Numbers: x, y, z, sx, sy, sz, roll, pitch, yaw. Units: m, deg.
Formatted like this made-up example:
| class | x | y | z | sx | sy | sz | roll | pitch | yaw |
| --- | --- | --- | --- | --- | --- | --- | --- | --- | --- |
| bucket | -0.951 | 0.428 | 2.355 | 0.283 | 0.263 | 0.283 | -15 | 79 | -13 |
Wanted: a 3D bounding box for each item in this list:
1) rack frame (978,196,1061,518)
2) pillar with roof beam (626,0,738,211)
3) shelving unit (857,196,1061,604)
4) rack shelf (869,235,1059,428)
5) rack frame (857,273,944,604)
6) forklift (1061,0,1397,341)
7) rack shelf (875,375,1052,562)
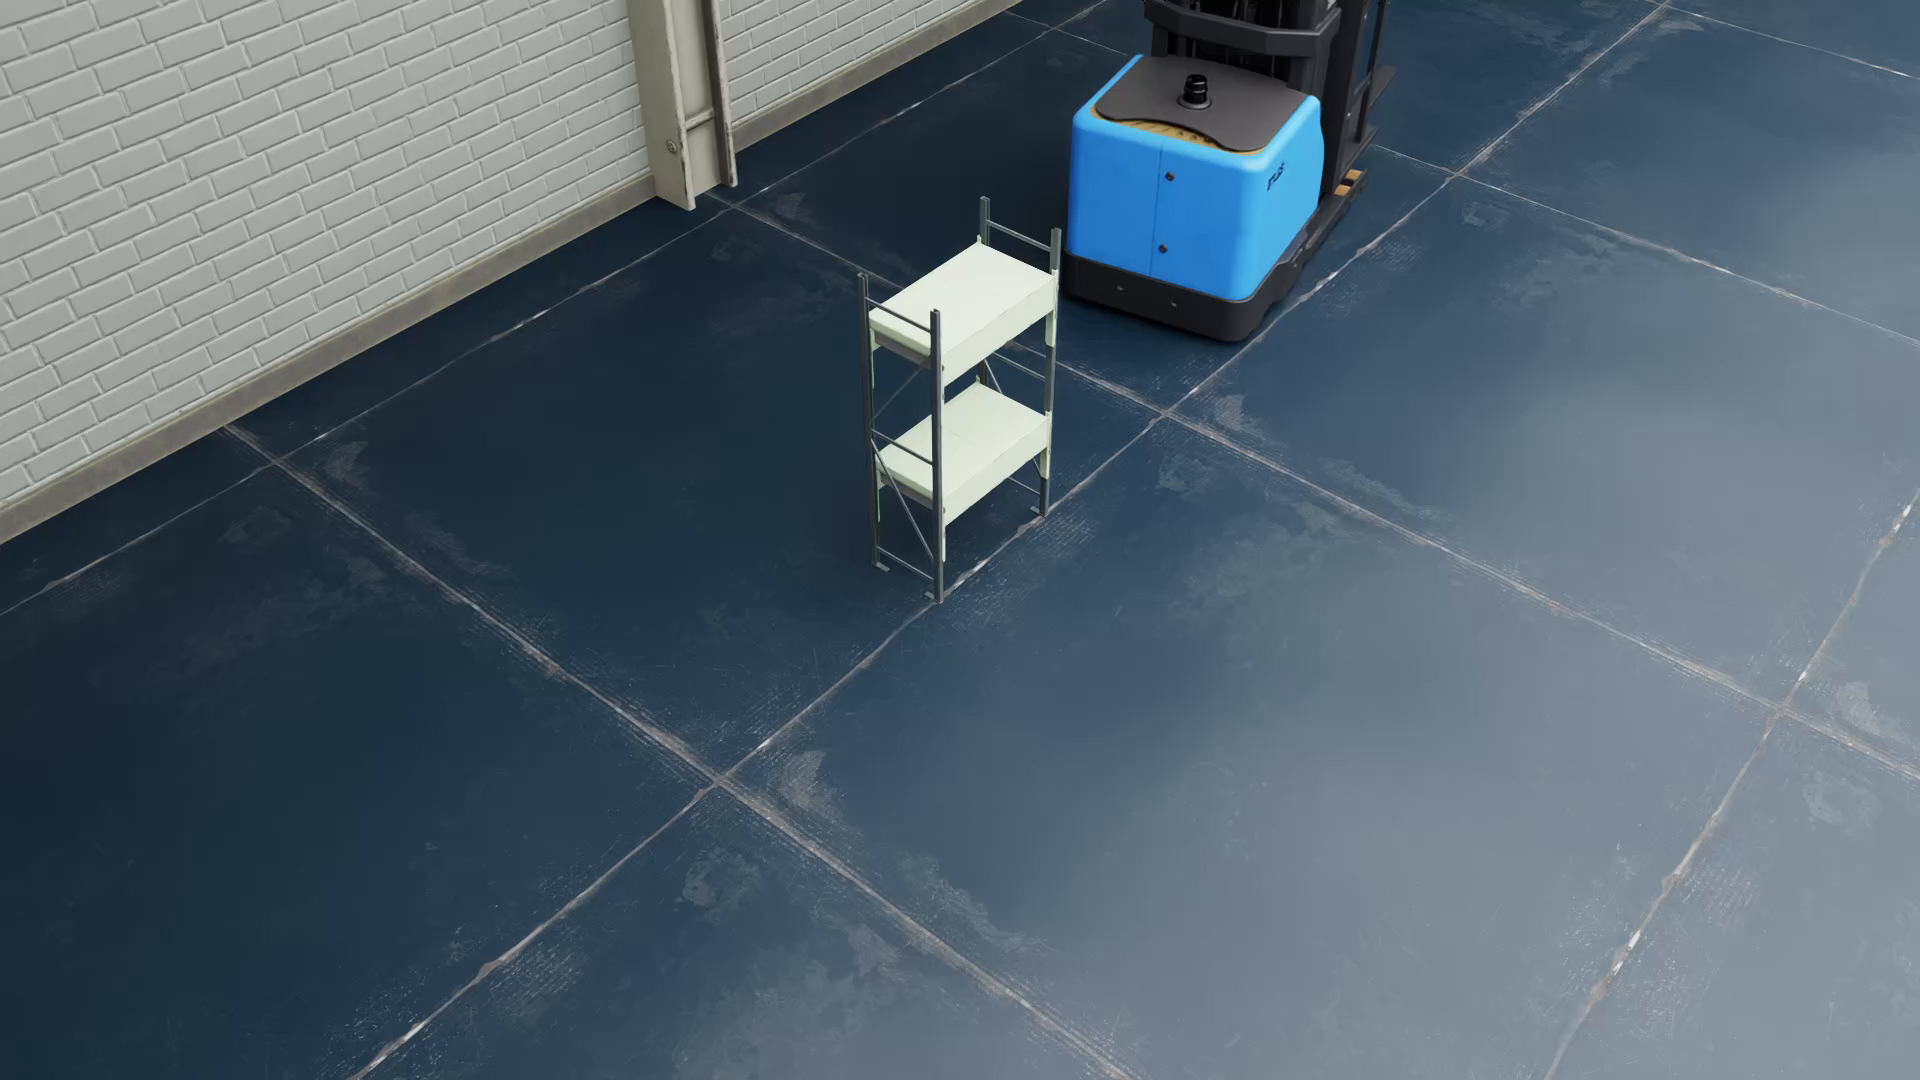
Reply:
| class | x | y | z | sx | sy | sz | roll | pitch | yaw |
| --- | --- | --- | --- | --- | --- | --- | --- | --- | --- |
| rack frame | 0.240 | -0.747 | 7.139 | 0.400 | 1.500 | 0.023 | 29 | 50 | 28 |
| pillar with roof beam | 1.757 | -3.513 | 4.607 | 9.100 | 9.000 | 0.400 | 29 | 50 | 28 |
| shelving unit | 0.004 | -0.558 | 6.932 | 0.431 | 1.500 | 0.755 | 29 | 50 | 28 |
| rack shelf | 0.004 | -0.847 | 6.669 | 0.431 | 0.370 | 0.720 | 29 | 50 | 28 |
| rack frame | -0.231 | -0.370 | 6.724 | 0.400 | 1.500 | 0.023 | 29 | 50 | 28 |
| forklift | 1.689 | -3.074 | 8.634 | 1.130 | 2.935 | 3.031 | 20 | 46 | 21 |
| rack shelf | 0.004 | -0.317 | 7.151 | 0.431 | 0.370 | 0.720 | 29 | 50 | 28 |
